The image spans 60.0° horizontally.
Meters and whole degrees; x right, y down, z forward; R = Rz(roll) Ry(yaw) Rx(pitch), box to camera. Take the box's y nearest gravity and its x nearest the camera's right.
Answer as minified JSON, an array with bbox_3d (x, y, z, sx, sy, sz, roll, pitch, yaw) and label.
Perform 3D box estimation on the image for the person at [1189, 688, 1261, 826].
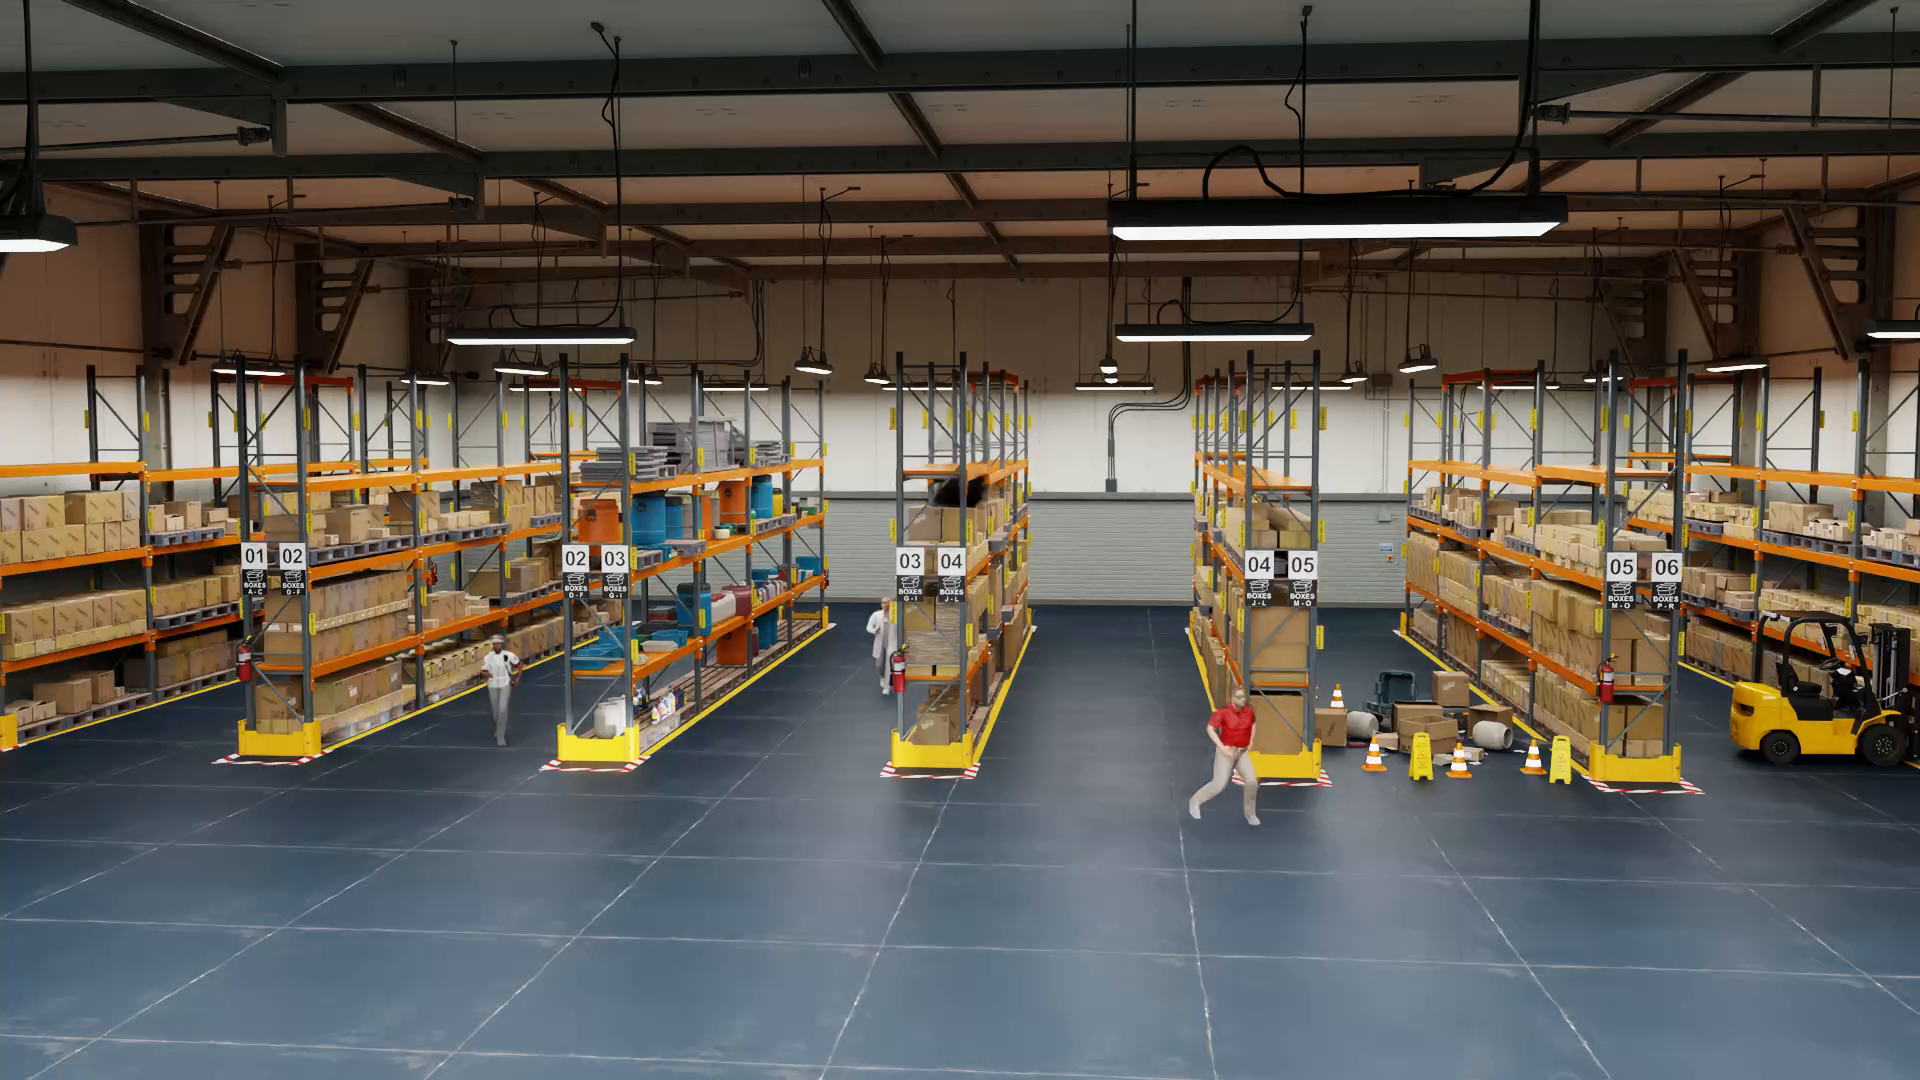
[{"bbox_3d":[3.368,2.708,20.795,0.898,1.735,0.735,-2,5,-29],"label":"person"}]

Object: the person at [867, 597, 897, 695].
[{"bbox_3d":[-1.362,1.932,30.637,0.715,1.755,0.962,0,4,4],"label":"person"}]

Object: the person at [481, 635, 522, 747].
[{"bbox_3d":[-7.170,2.333,25.980,0.581,1.736,0.765,0,4,-1],"label":"person"}]
